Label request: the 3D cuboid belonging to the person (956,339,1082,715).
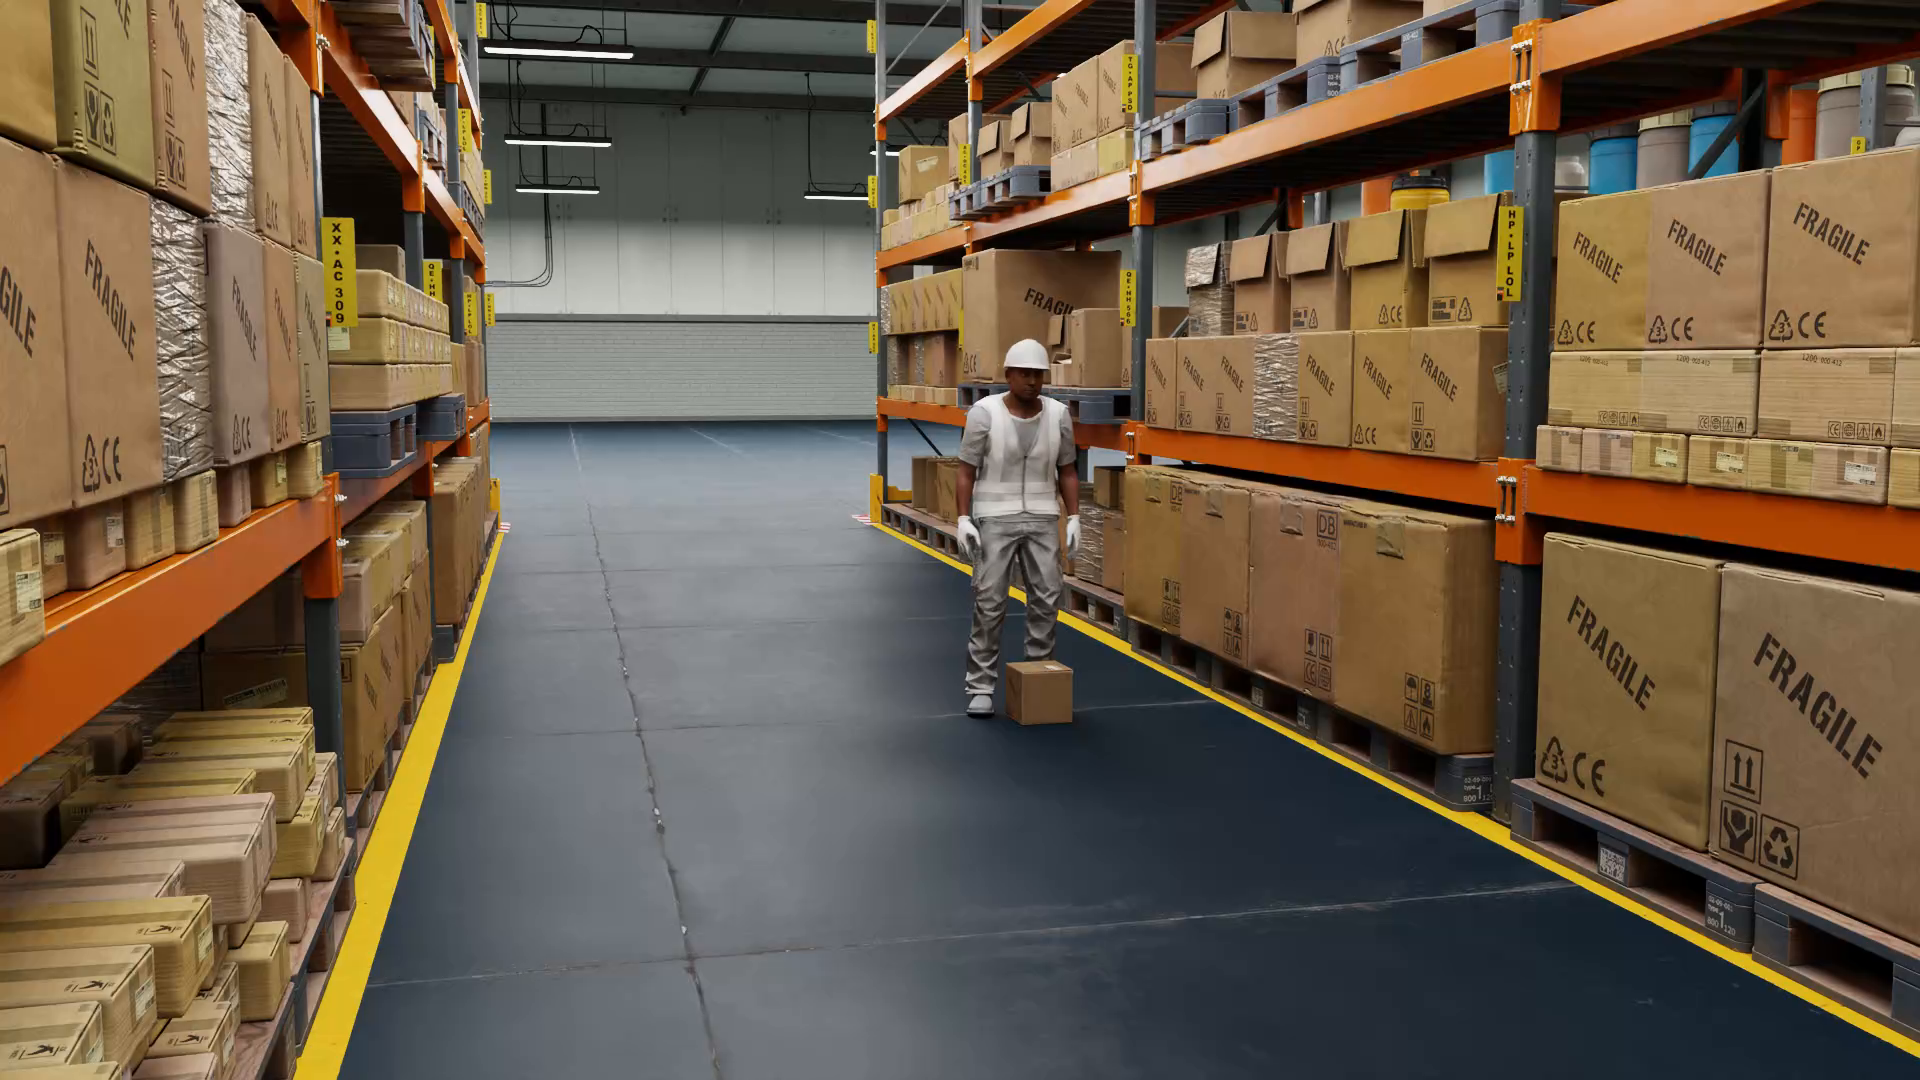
[{"bbox_3d":[0.279,-0.063,7.940,0.619,1.775,0.446,-1,6,-13],"label":"person"}]
